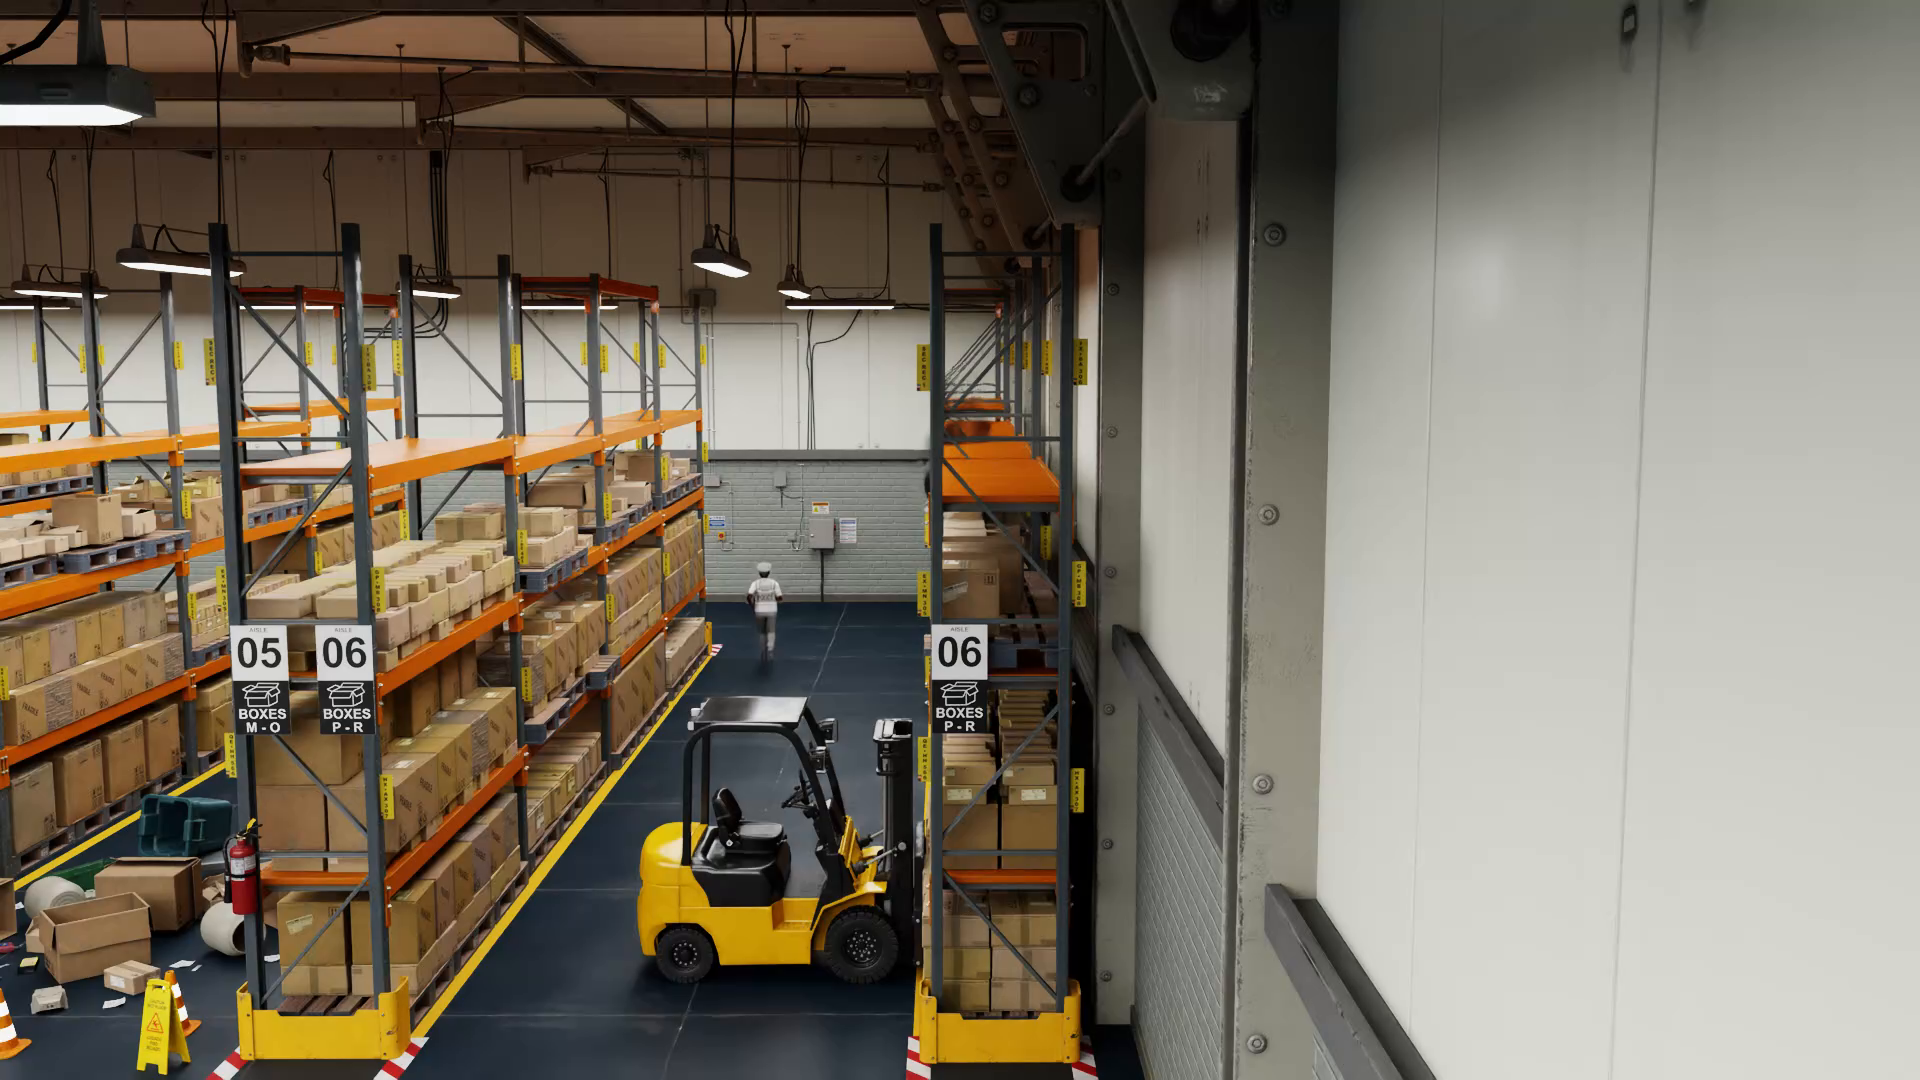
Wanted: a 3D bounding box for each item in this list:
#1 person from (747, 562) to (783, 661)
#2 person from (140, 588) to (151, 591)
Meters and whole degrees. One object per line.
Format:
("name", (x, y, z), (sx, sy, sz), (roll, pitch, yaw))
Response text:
("person", (-3.155, 1.181, 26.932), (0.583, 1.662, 0.882), (-1, 7, -6))
("person", (-11.488, 1.574, 23.556), (0.721, 1.702, 0.680), (1, 7, 6))
